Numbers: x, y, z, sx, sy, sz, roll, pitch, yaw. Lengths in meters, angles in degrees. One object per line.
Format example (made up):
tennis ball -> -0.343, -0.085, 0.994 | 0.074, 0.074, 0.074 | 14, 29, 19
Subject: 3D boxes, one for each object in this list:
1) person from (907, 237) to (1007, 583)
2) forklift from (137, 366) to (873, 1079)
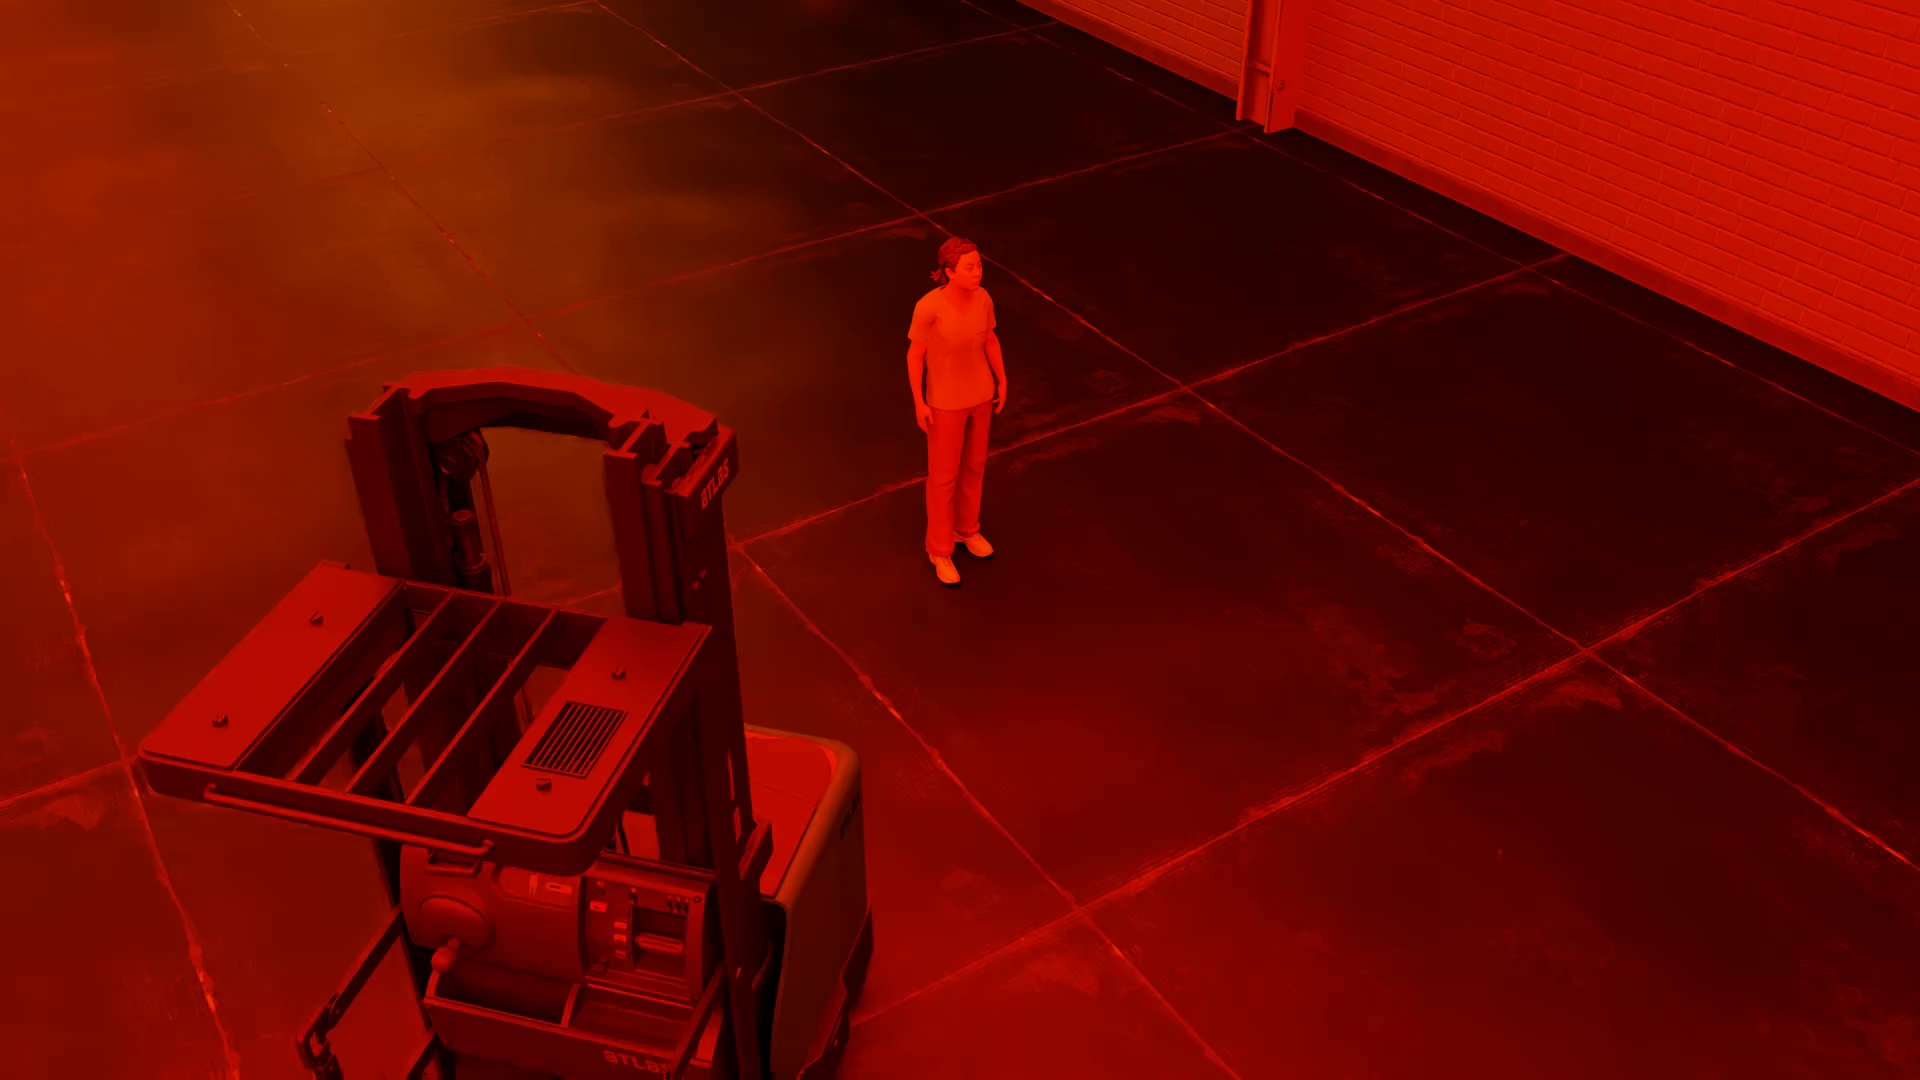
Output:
person -> 0.030, -0.653, 8.155 | 0.553, 1.675, 0.549 | -21, 40, -27
forklift -> -1.206, 1.139, 4.527 | 1.130, 2.935, 3.031 | 9, 36, 12
